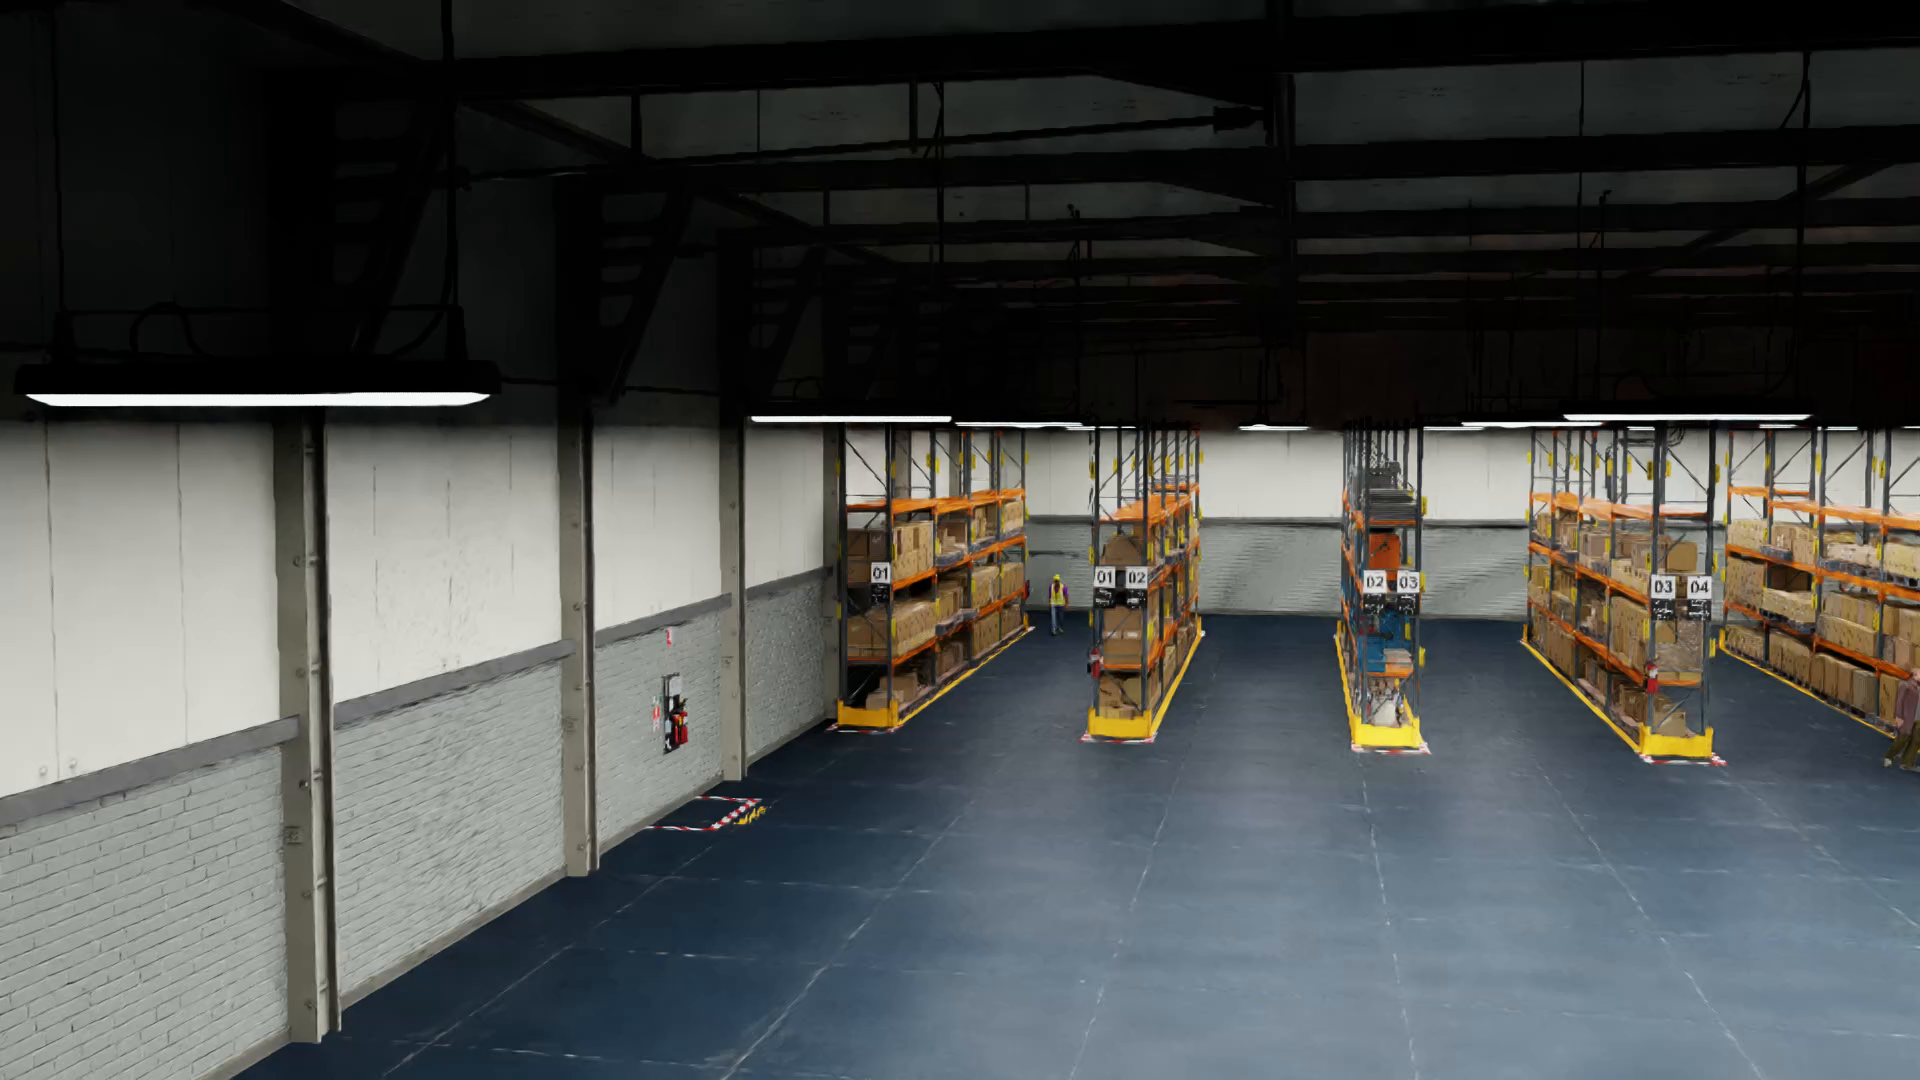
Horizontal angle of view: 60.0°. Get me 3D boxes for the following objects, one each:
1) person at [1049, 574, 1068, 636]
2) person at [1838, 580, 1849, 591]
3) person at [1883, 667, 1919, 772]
[{"bbox_3d":[2.773,1.823,46.967,0.591,1.714,1.042,1,4,10],"label":"person"},{"bbox_3d":[23.897,1.946,44.830,0.720,1.738,0.571,-1,4,-16],"label":"person"},{"bbox_3d":[16.007,3.014,28.171,0.616,1.767,0.614,-2,4,-23],"label":"person"}]
